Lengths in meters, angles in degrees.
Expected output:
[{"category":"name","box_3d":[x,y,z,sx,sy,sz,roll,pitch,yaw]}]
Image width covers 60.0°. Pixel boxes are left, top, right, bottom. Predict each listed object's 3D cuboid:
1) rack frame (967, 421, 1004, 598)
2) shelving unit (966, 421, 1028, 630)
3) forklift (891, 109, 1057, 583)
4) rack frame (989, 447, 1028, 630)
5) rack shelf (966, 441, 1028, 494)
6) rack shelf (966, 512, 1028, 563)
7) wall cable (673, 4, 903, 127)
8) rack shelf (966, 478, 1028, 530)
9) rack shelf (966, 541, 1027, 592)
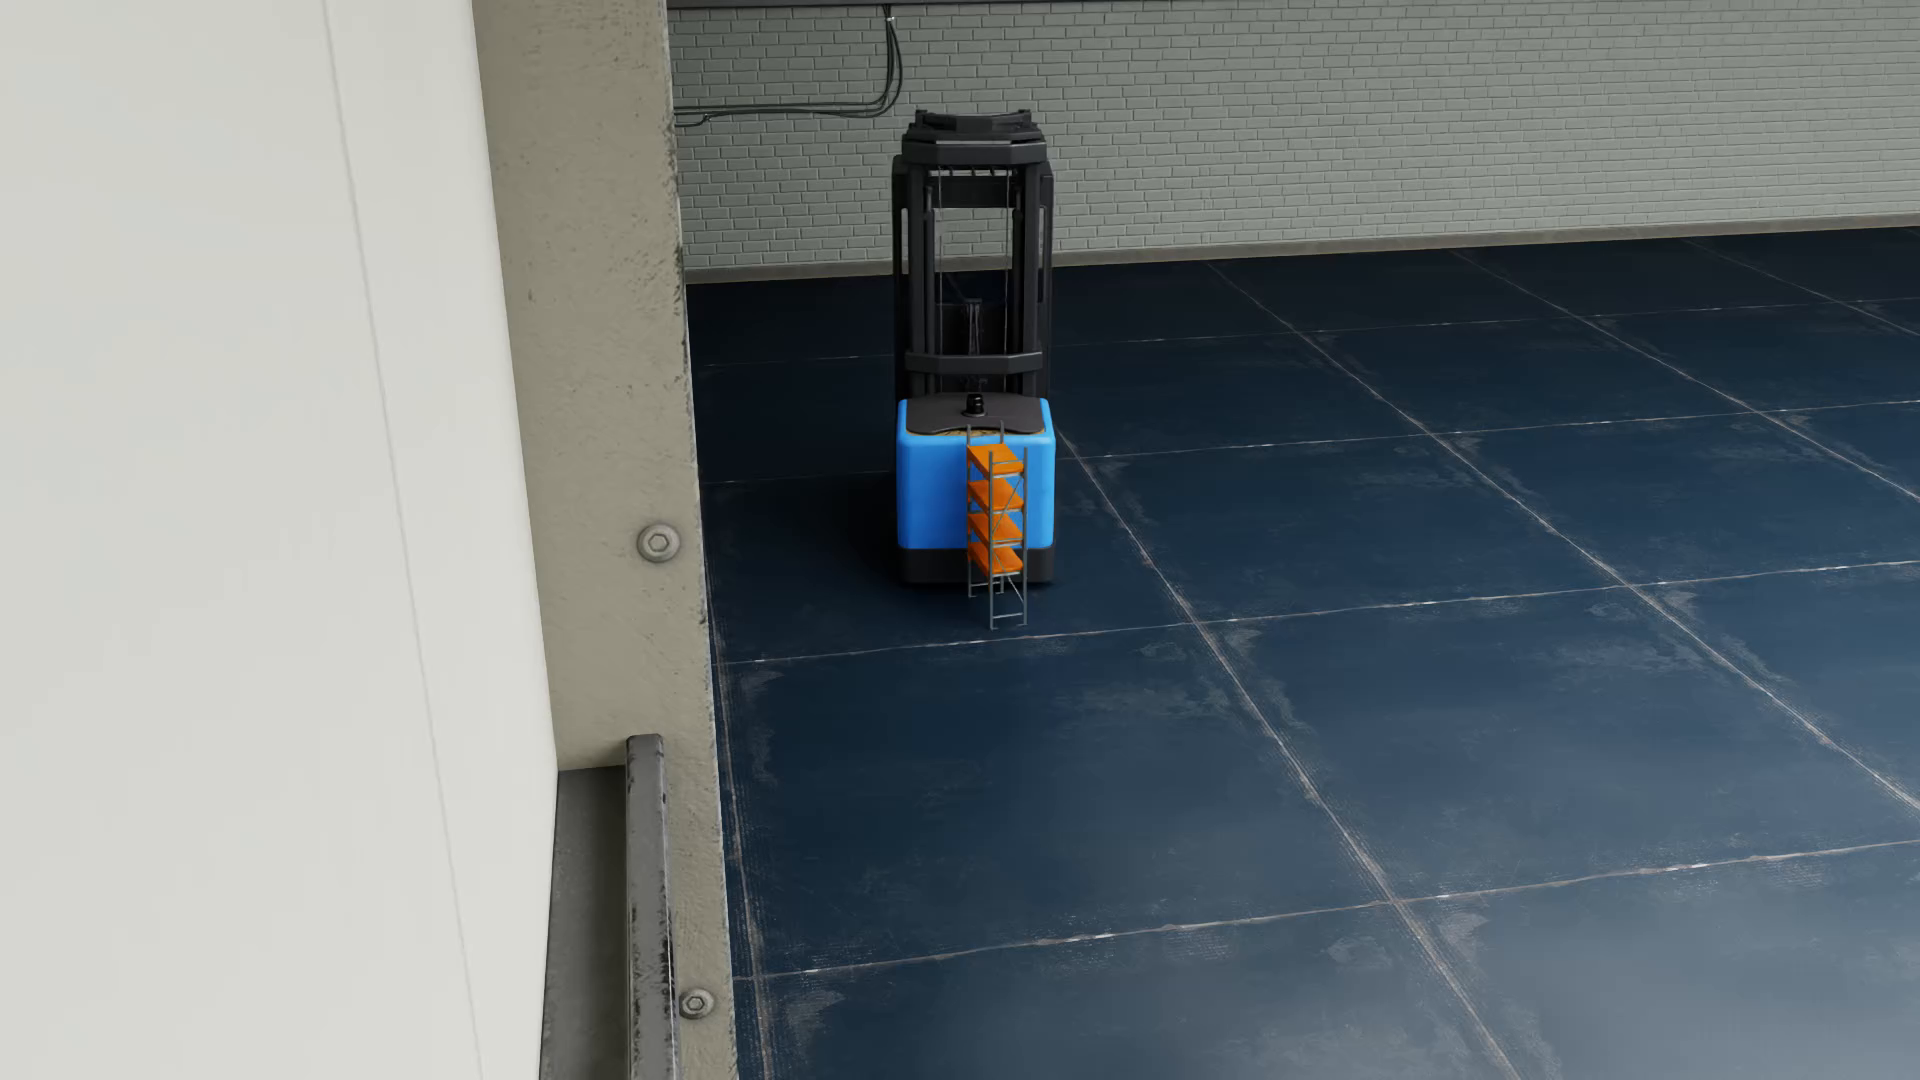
[{"category":"rack frame","box_3d":[0.163,-0.186,10.674,0.240,1.200,0.015,-7,25,-14]},{"category":"shelving unit","box_3d":[0.229,-0.092,10.459,0.258,1.200,0.503,-7,25,-14]},{"category":"forklift","box_3d":[0.080,-1.603,11.759,1.130,2.935,3.031,0,24,-1]},{"category":"rack frame","box_3d":[0.296,0.002,10.244,0.240,1.200,0.015,-7,25,-14]},{"category":"rack shelf","box_3d":[0.226,-0.452,10.301,0.258,0.148,0.480,-7,25,-14]},{"category":"rack shelf","box_3d":[0.230,-0.030,10.486,0.258,0.148,0.480,-7,25,-14]},{"category":"wall cable","box_3d":[-2.122,-5.545,17.082,3.097,2.526,0.112,-4,24,-10]},{"category":"rack shelf","box_3d":[0.228,-0.235,10.396,0.258,0.148,0.480,-7,25,-14]},{"category":"rack shelf","box_3d":[0.231,0.151,10.566,0.258,0.148,0.480,-7,25,-14]}]
